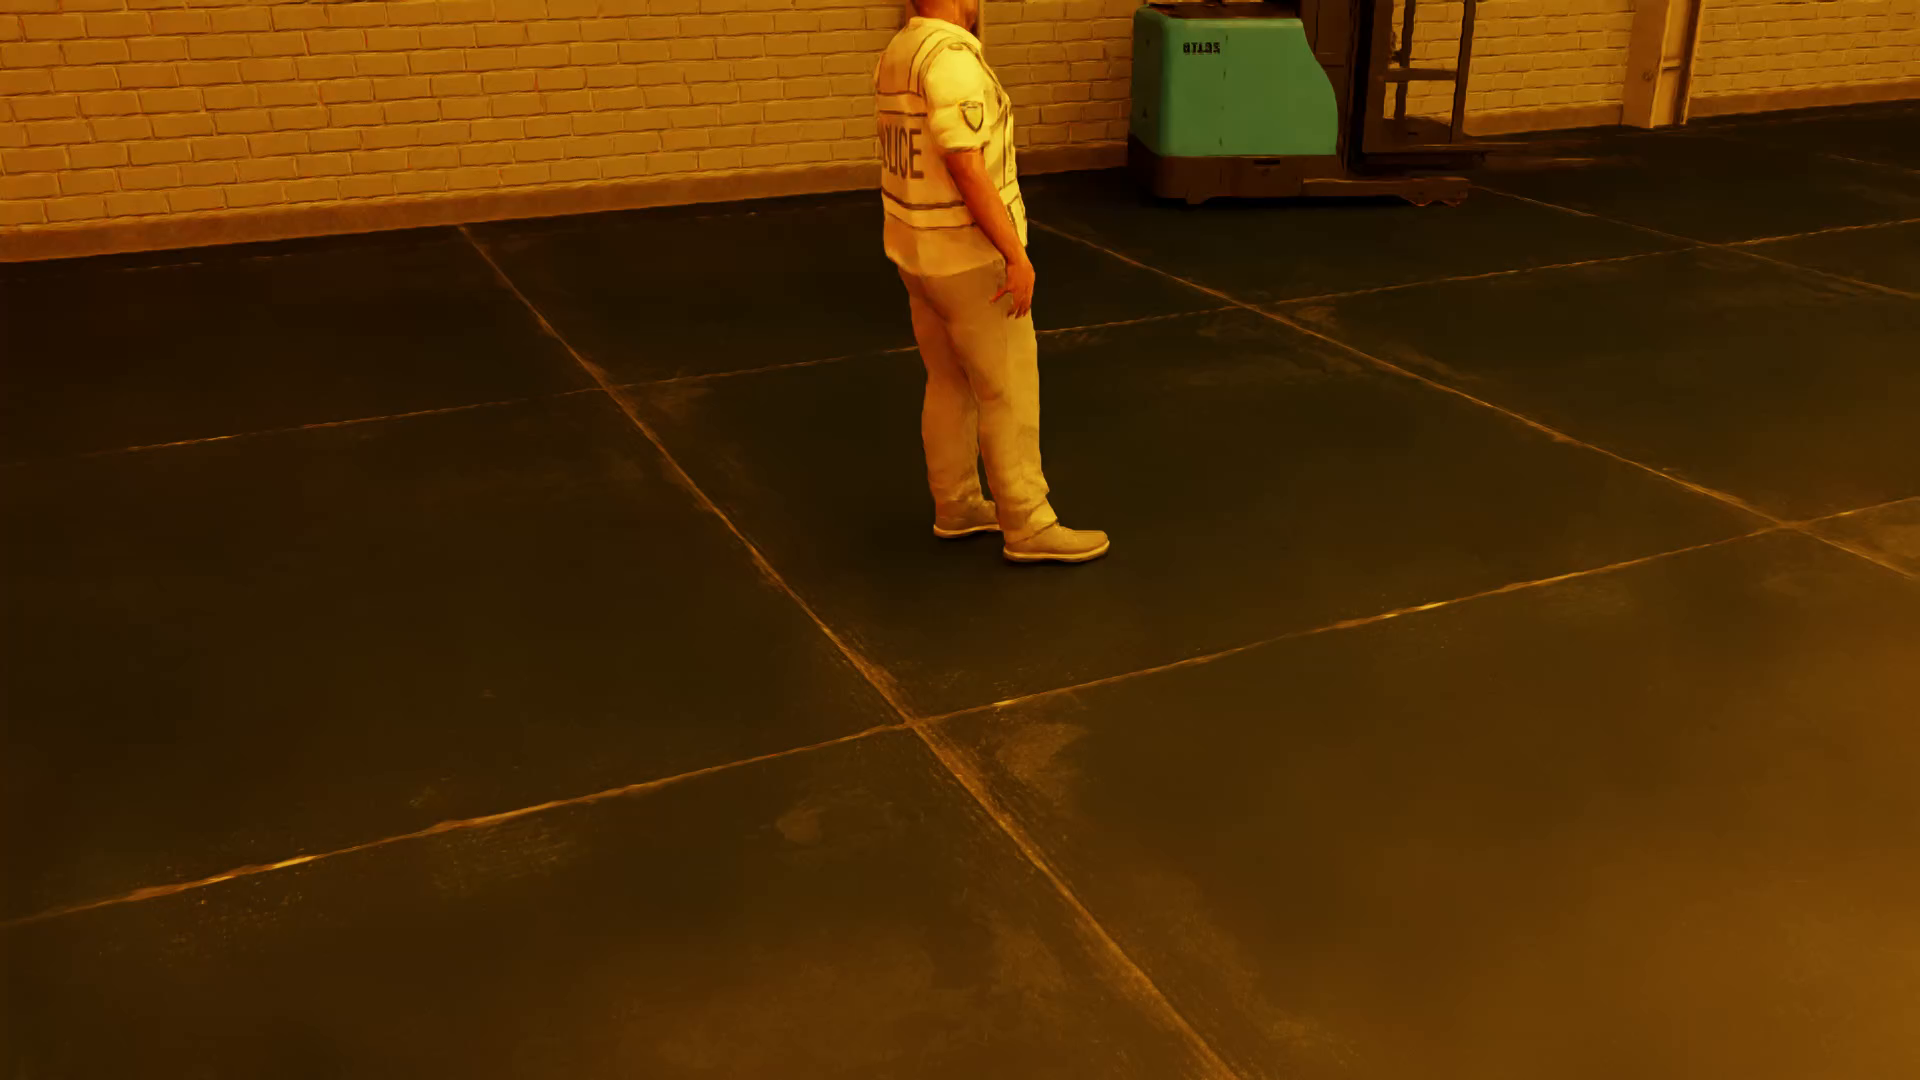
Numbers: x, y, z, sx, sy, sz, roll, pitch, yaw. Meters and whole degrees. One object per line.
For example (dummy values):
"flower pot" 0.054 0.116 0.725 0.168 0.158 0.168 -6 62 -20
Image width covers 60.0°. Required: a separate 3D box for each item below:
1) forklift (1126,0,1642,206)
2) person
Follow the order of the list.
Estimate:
"forklift" 2.607 -3.539 9.806 3.031 2.935 1.130 -2 23 -5
"person" 0.075 -0.839 4.782 0.574 1.781 0.640 -10 25 -23
